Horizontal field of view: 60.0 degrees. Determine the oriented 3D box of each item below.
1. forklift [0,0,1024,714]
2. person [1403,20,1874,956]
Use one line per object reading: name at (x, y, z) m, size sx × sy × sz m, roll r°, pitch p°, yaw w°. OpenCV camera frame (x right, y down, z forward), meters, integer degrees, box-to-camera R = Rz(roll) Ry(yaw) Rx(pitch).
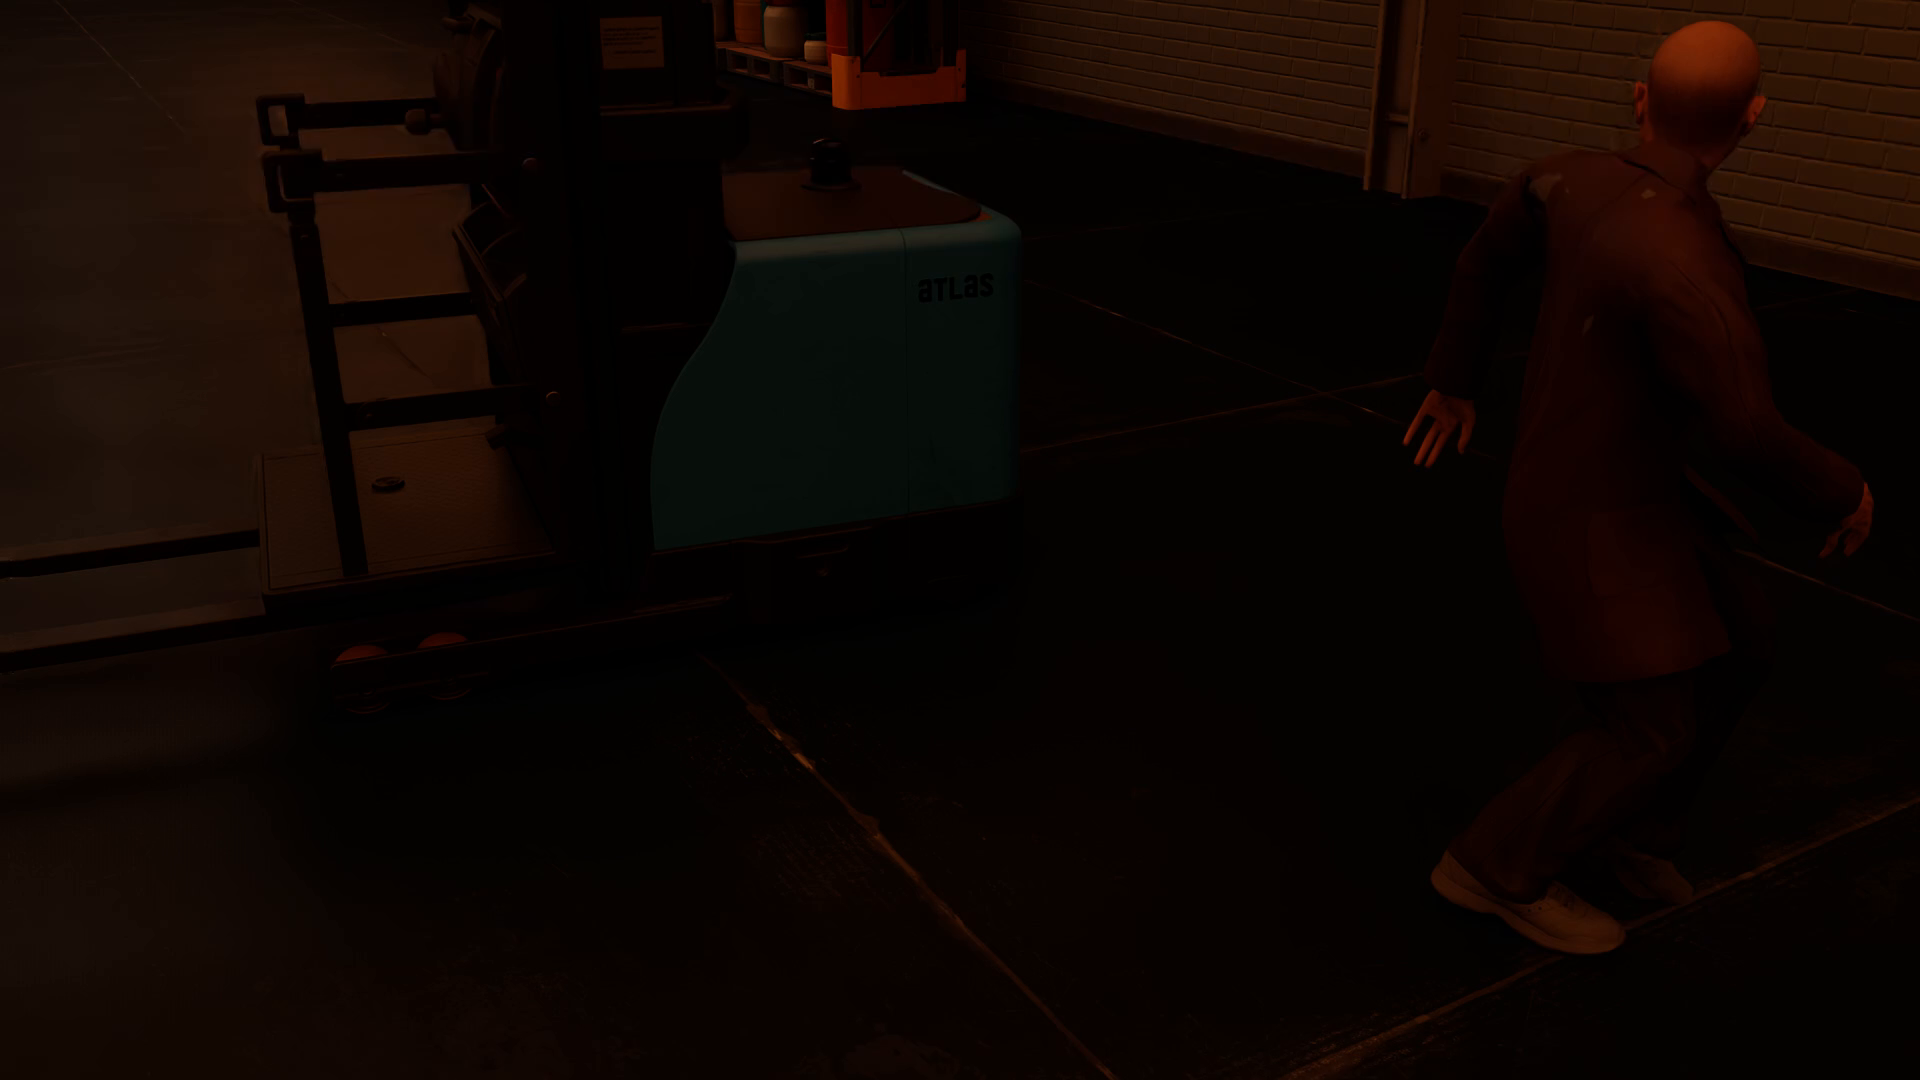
forklift at (-1.391, -1.155, 4.088) m, size 3.031 × 2.935 × 1.130 m, roll -9°, pitch 24°, yaw -20°
person at (1.190, -0.028, 3.028) m, size 0.799 × 1.764 × 0.728 m, roll 7°, pitch 23°, yaw 17°
